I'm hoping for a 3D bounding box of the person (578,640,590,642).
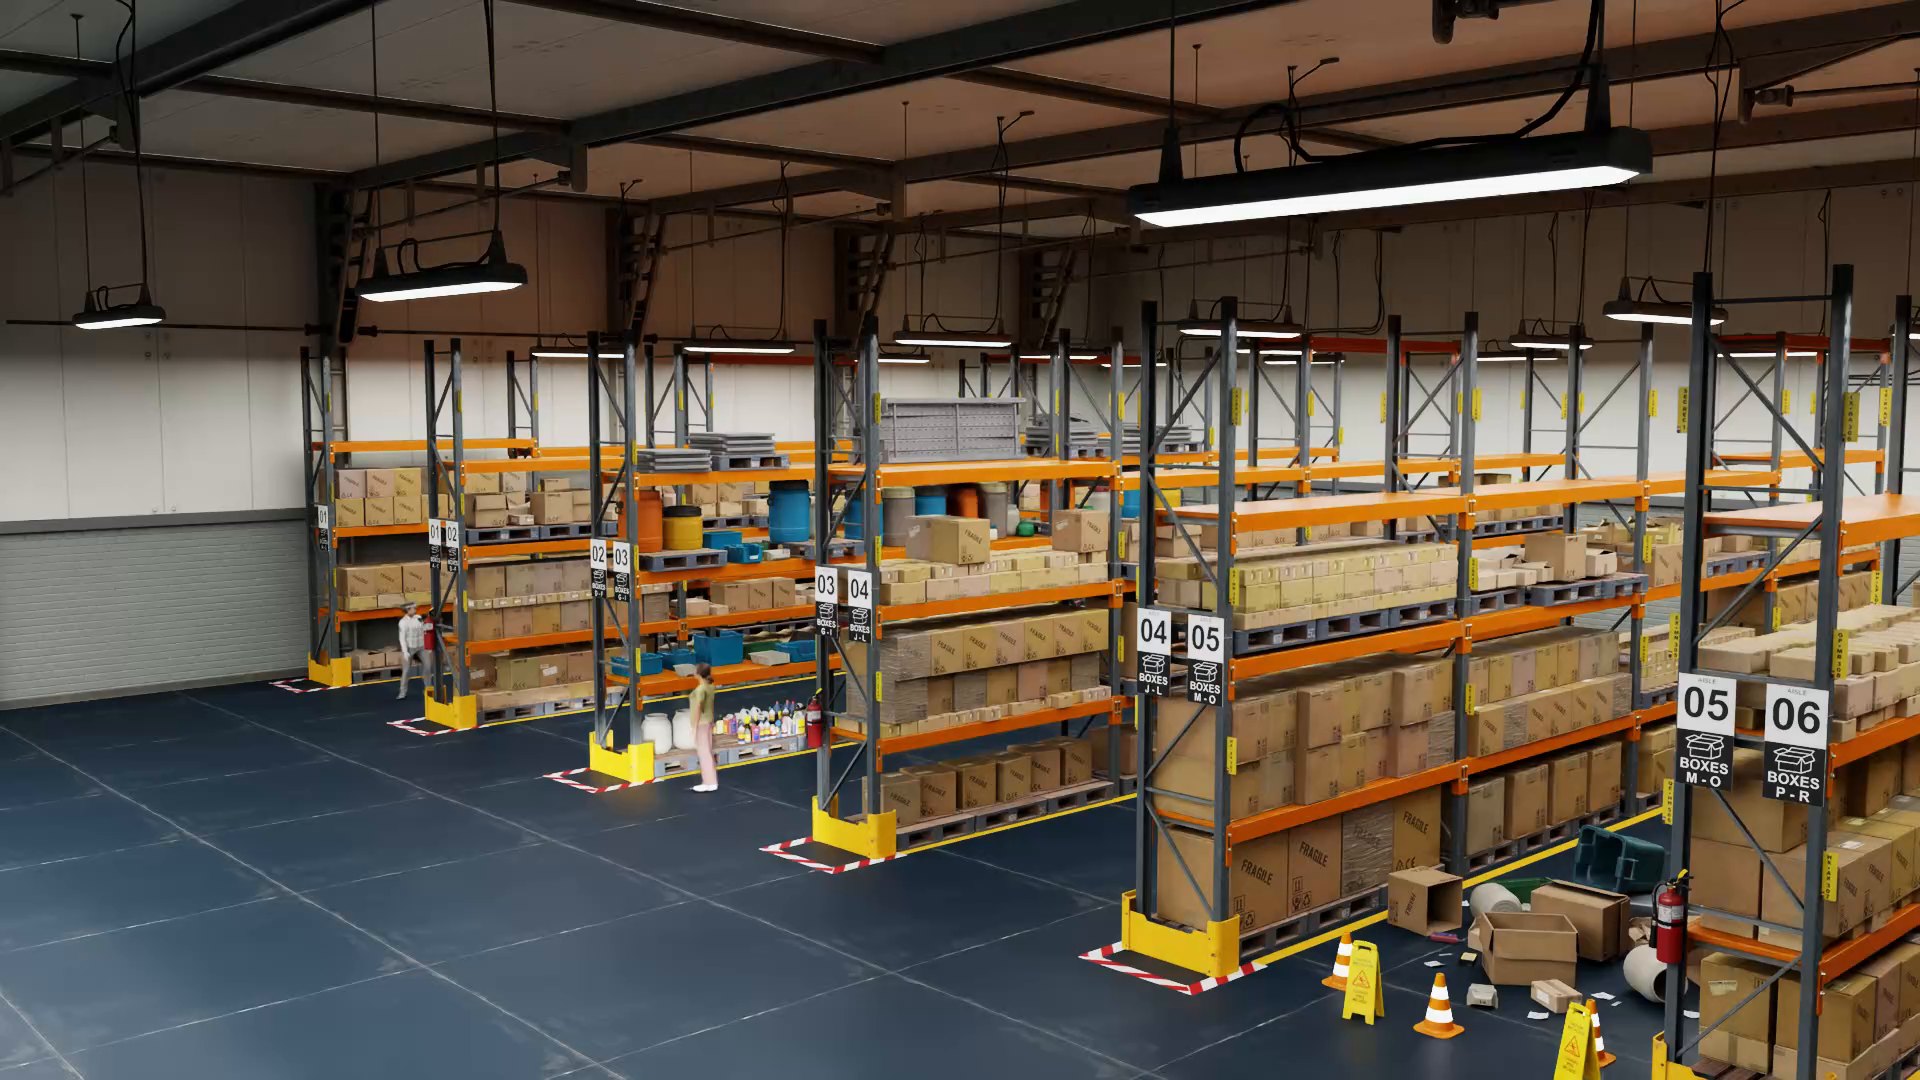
[{"bbox_3d":[-6.764,1.682,29.731,0.553,1.811,0.581,-2,5,-18],"label":"person"}]

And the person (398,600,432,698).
[{"bbox_3d":[-9.238,1.864,28.225,0.624,1.722,0.456,-4,6,-38],"label":"person"}]

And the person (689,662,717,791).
[{"bbox_3d":[-3.335,2.441,21.613,0.372,1.706,0.550,1,5,11],"label":"person"}]
